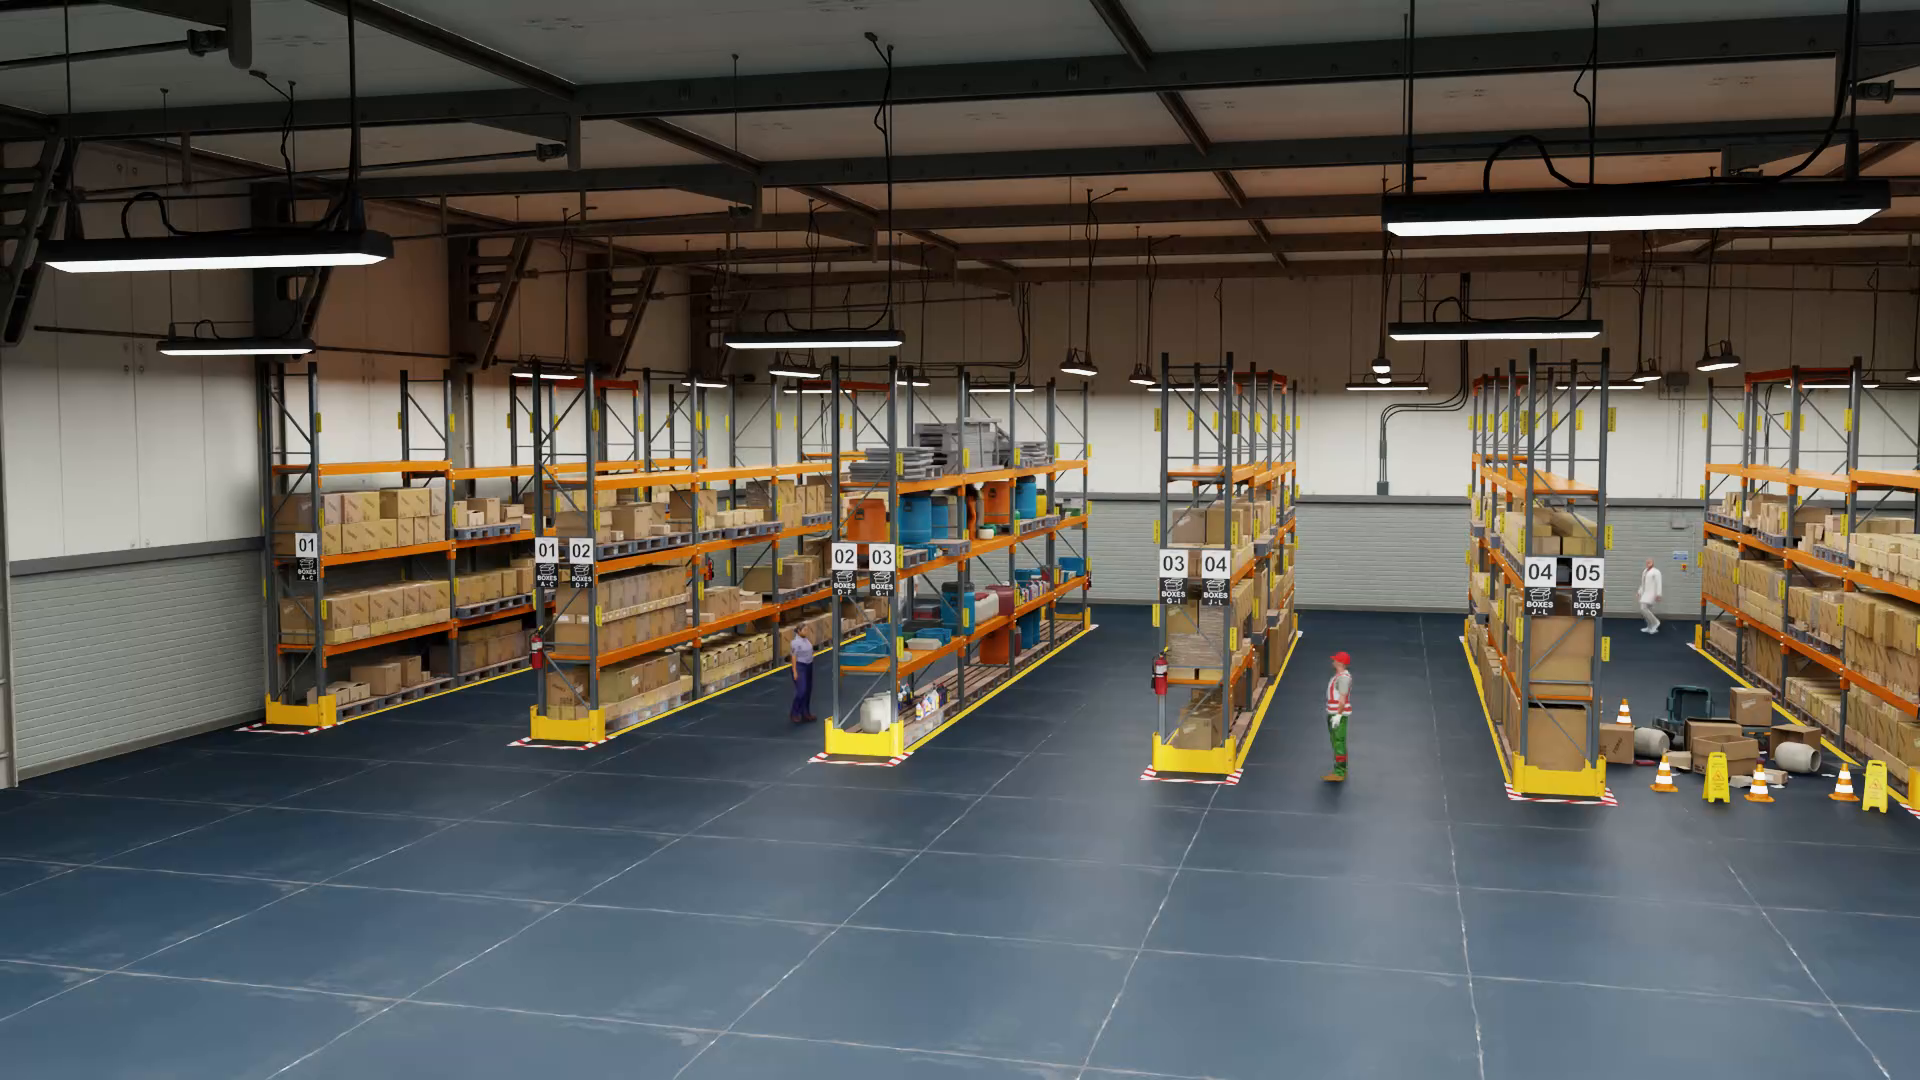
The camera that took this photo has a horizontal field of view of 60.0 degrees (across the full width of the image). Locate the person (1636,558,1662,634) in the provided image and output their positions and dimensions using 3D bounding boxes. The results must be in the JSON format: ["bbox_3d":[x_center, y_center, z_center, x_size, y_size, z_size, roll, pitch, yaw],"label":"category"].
[{"bbox_3d":[16.365,1.322,39.537,0.494,1.796,0.561,0,4,-2],"label":"person"}]

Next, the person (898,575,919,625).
[{"bbox_3d":[-1.311,1.386,39.533,0.682,1.808,0.878,1,4,14],"label":"person"}]

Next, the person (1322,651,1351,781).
[{"bbox_3d":[5.272,2.469,23.391,0.490,1.800,0.604,-1,4,-8],"label":"person"}]

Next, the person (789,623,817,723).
[{"bbox_3d":[-2.633,2.231,27.973,0.405,1.684,0.545,2,4,23],"label":"person"}]
